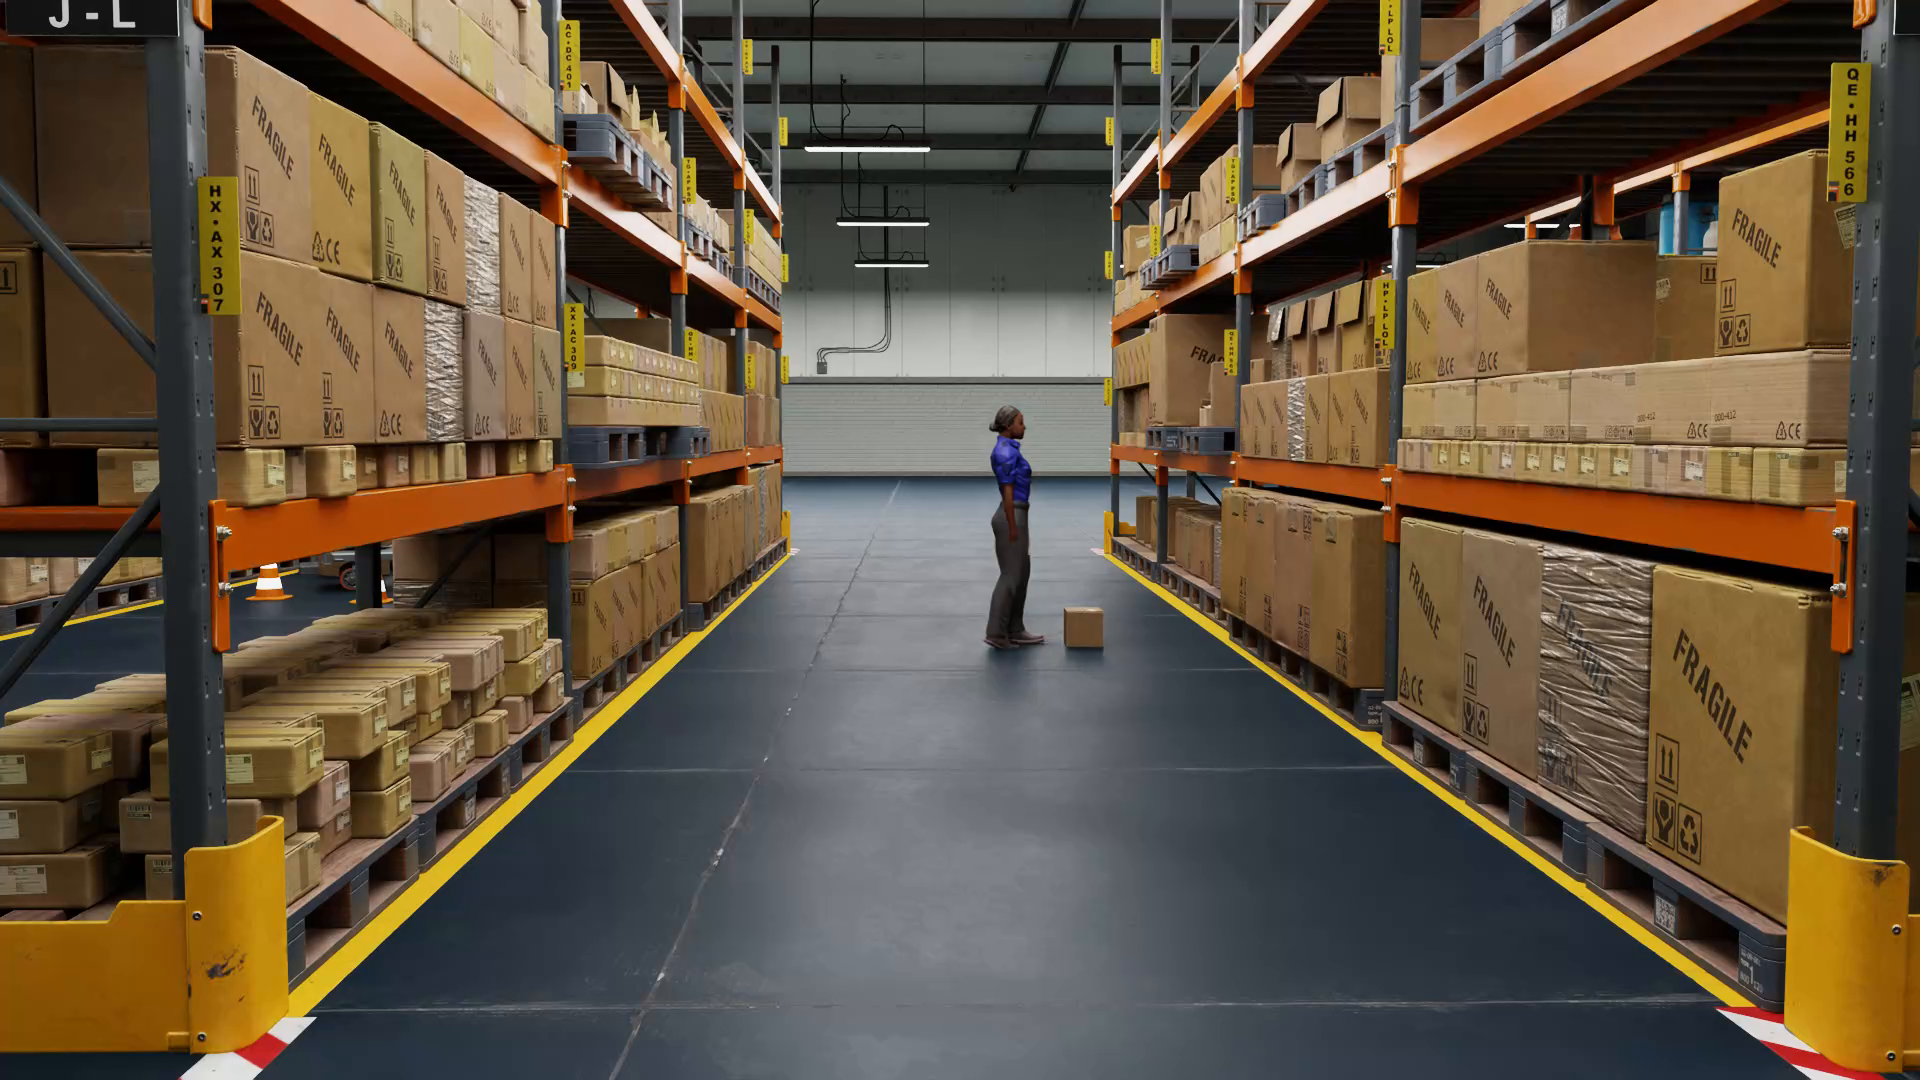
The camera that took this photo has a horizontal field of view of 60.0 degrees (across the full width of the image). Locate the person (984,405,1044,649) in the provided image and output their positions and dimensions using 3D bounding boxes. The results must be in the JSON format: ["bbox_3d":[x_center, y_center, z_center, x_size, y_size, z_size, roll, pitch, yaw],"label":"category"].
[{"bbox_3d":[0.376,-0.077,11.462,0.428,1.698,0.466,0,4,0],"label":"person"}]
